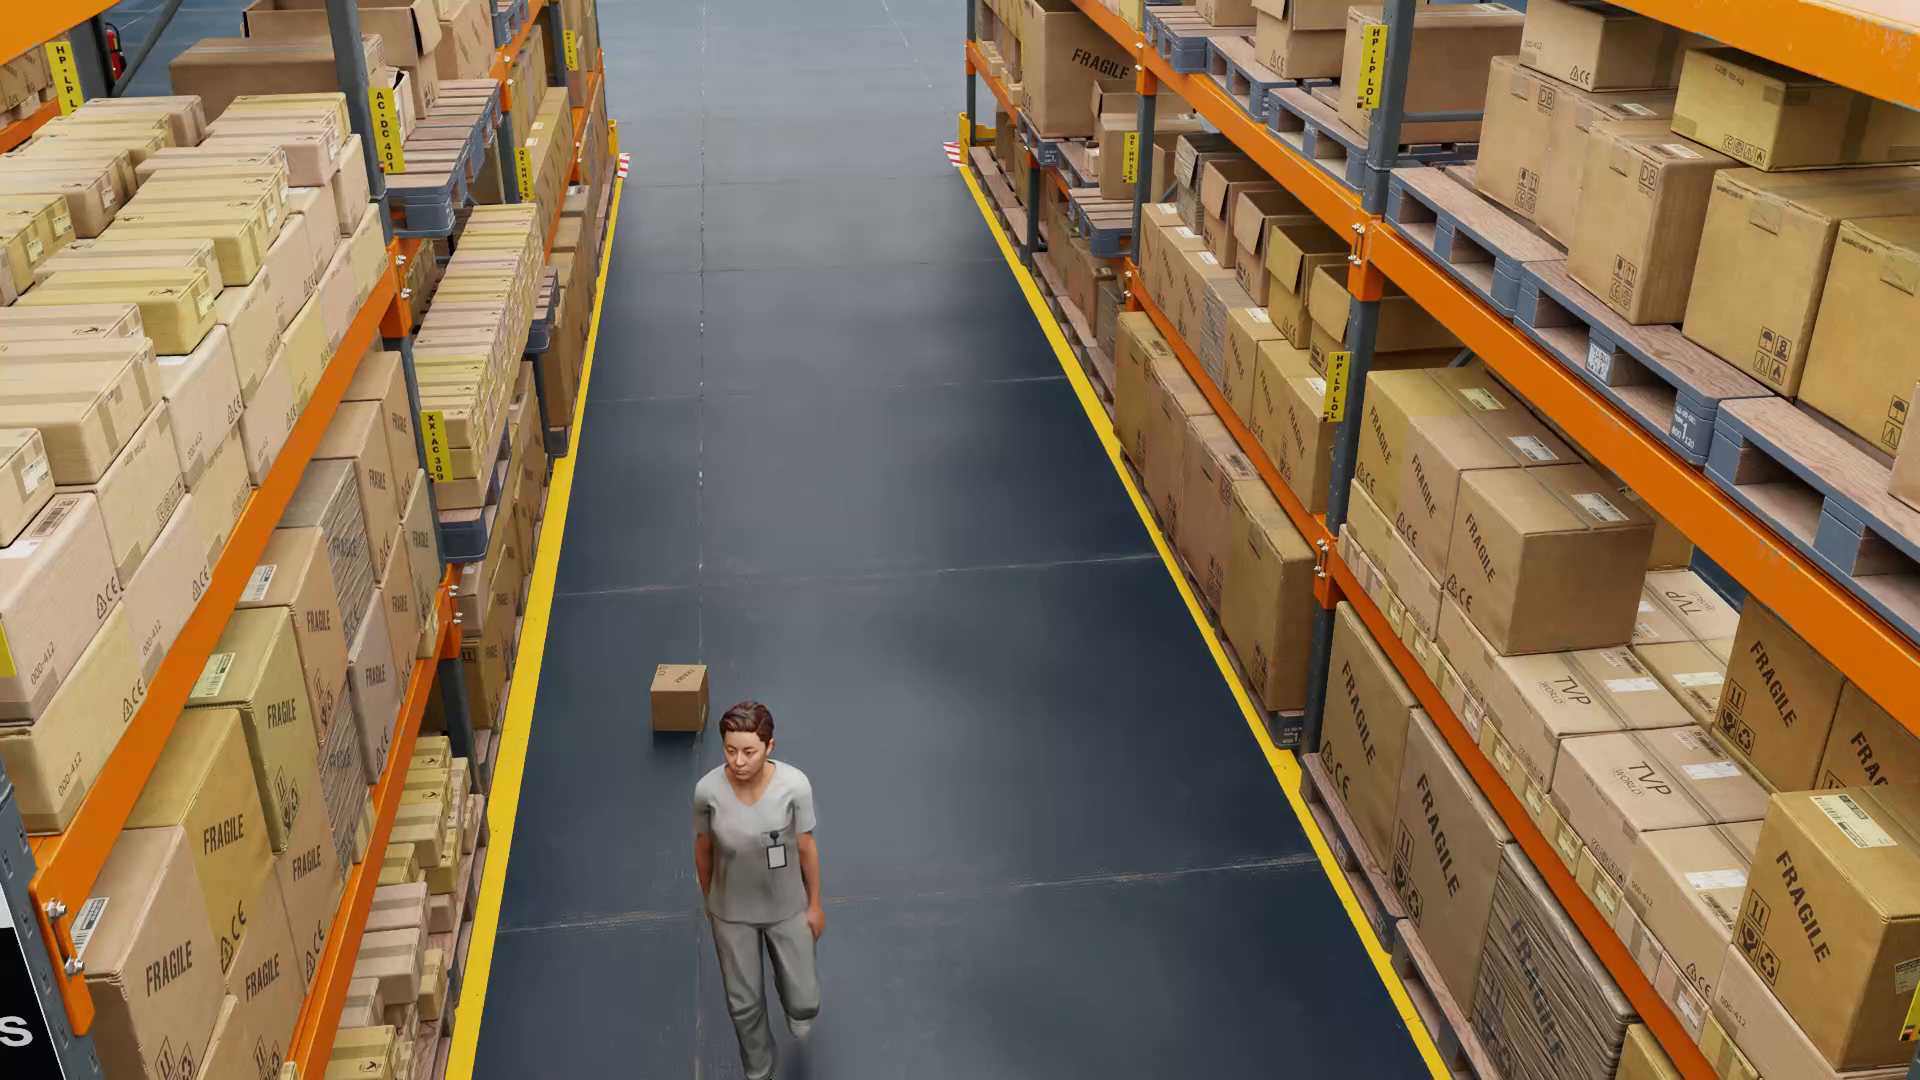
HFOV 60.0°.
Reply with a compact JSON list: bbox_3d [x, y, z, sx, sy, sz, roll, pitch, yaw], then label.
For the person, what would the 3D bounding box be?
[{"bbox_3d":[-0.722,1.303,6.037,0.462,1.658,0.551,-1,27,-3],"label":"person"}]
